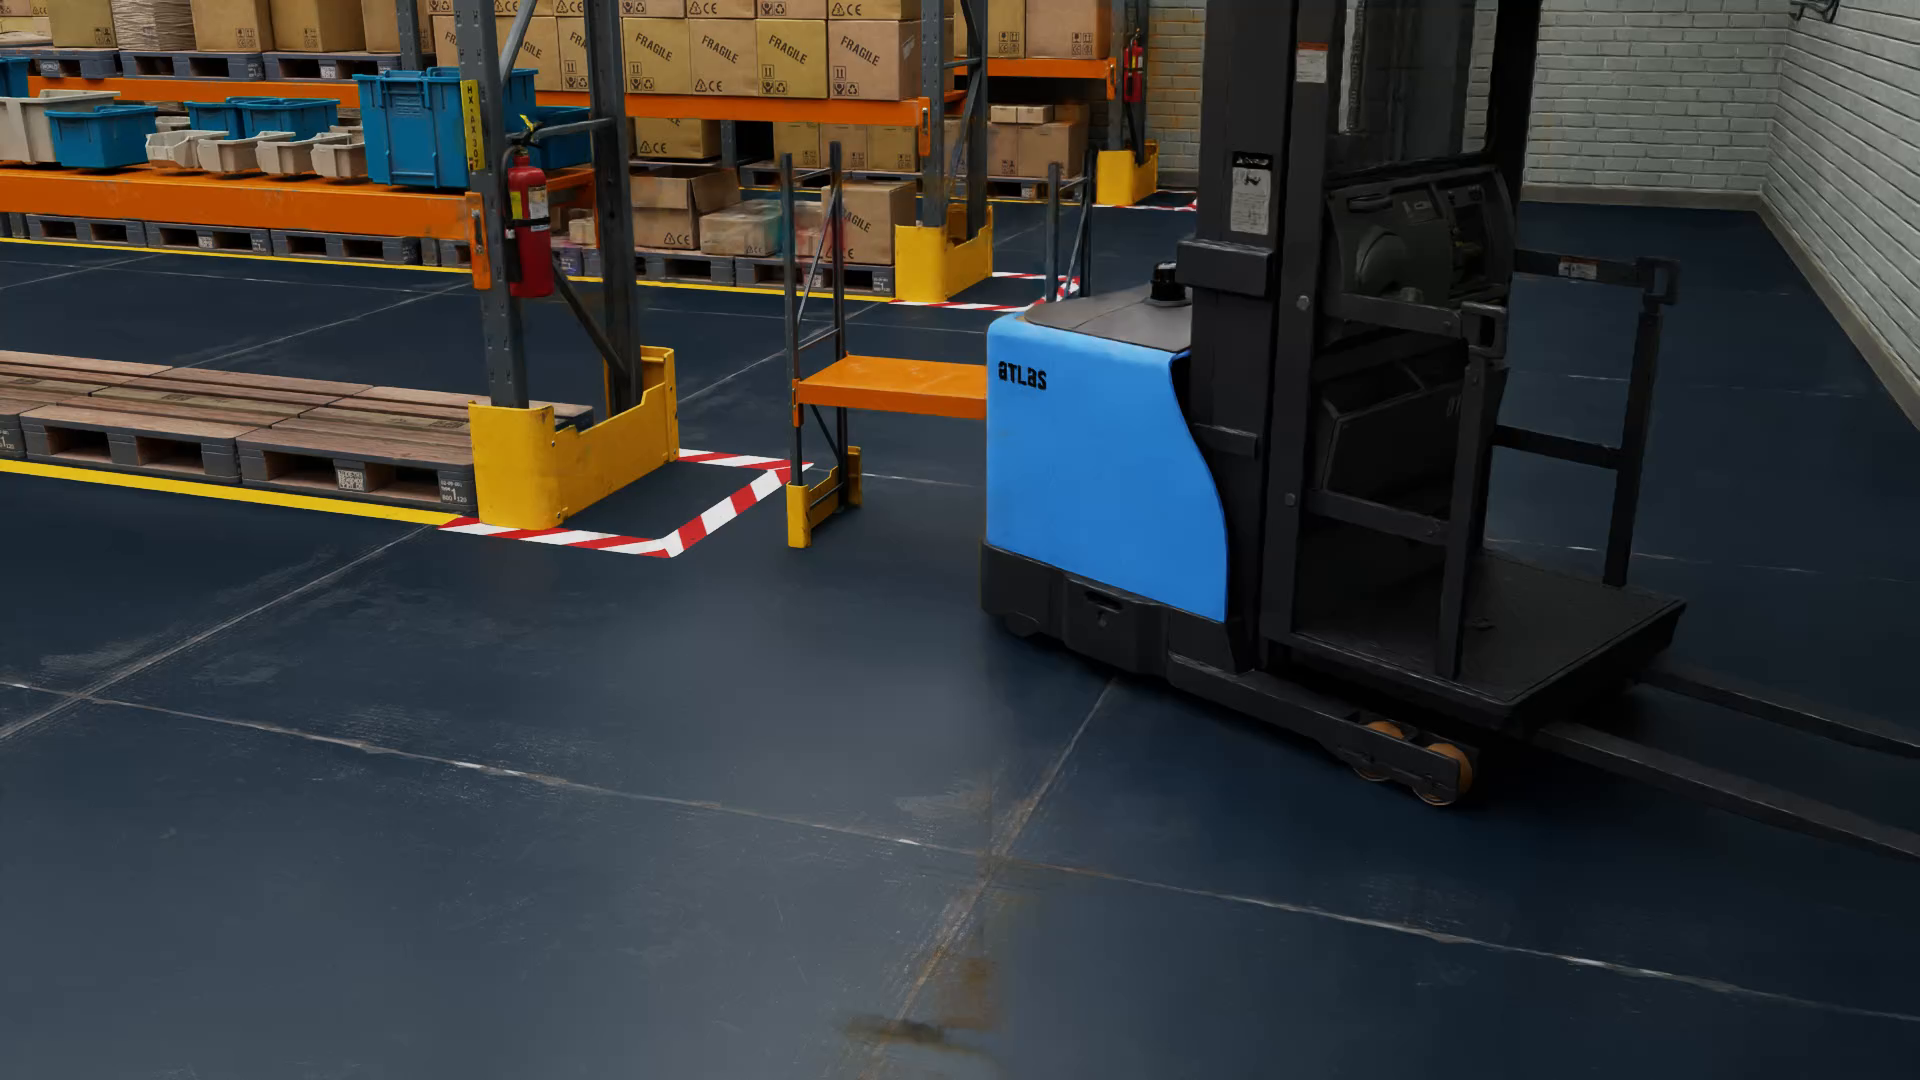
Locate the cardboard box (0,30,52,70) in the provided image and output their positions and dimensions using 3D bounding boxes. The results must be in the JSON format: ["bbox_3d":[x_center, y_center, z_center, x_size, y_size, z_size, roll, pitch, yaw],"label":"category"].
[{"bbox_3d":[-7.914,-4.061,13.805,0.500,0.311,0.500,8,21,21],"label":"cardboard box"}]

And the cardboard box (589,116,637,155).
[{"bbox_3d":[-3.681,-4.467,17.462,0.750,0.750,0.750,7,20,20],"label":"cardboard box"}]

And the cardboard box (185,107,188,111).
[{"bbox_3d":[-8.535,-4.936,19.308,0.500,0.500,0.700,6,20,17],"label":"cardboard box"}]

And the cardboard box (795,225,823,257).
[{"bbox_3d":[-0.975,-2.110,11.708,0.250,0.166,0.380,7,20,18],"label":"cardboard box"}]

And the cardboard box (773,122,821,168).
[{"bbox_3d":[-1.511,-4.064,16.838,0.500,0.500,0.700,7,20,19],"label":"cardboard box"}]

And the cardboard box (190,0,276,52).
[{"bbox_3d":[-5.495,-4.035,12.806,0.500,0.500,0.700,1,19,4],"label":"cardboard box"}]

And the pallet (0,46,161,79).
[{"bbox_3d":[-6.921,-3.908,13.523,1.003,0.211,1.213,7,20,18],"label":"pallet"}]

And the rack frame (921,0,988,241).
[{"bbox_3d":[-0.027,-3.186,11.159,0.127,3.000,1.000,7,20,18],"label":"rack frame"}]

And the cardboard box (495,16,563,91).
[{"bbox_3d":[-2.929,-3.471,11.826,0.500,0.500,0.500,7,20,19],"label":"cardboard box"}]

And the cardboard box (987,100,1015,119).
[{"bbox_3d":[0.369,-4.226,16.316,0.250,0.149,0.380,7,20,19],"label":"cardboard box"}]

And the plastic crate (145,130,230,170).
[{"bbox_3d":[-3.312,-1.666,7.109,0.250,0.136,0.298,7,20,18],"label":"plastic crate"}]

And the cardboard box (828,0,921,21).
[{"bbox_3d":[-0.538,-3.668,10.871,0.500,0.500,0.500,6,20,18],"label":"cardboard box"}]

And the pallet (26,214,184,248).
[{"bbox_3d":[-6.892,-2.641,13.832,1.213,0.211,1.003,7,20,18],"label":"pallet"}]

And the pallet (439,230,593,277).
[{"bbox_3d":[-3.158,-2.227,12.644,1.213,0.211,1.003,7,20,18],"label":"pallet"}]

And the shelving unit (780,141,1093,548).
[{"bbox_3d":[-0.072,-0.716,6.353,1.083,1.500,0.587,7,20,18],"label":"shelving unit"}]

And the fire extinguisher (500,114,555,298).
[{"bbox_3d":[-1.663,-1.276,6.364,0.183,0.674,0.296,7,20,18],"label":"fire extinguisher"}]

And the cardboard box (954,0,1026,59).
[{"bbox_3d":[0.419,-4.995,15.894,0.700,0.700,0.980,6,20,18],"label":"cardboard box"}]

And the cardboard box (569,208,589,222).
[{"bbox_3d":[-2.801,-2.485,12.810,0.250,0.149,0.380,7,20,18],"label":"cardboard box"}]

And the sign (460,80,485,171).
[{"bbox_3d":[-1.822,-1.551,6.220,0.005,0.325,0.100,7,20,18],"label":"sign"}]

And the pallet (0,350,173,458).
[{"bbox_3d":[-4.728,-0.694,8.248,1.213,0.211,1.003,7,20,18],"label":"pallet"}]

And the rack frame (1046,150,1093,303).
[{"bbox_3d":[0.400,-0.663,6.198,0.032,1.500,0.500,7,20,18],"label":"rack frame"}]

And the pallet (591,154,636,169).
[{"bbox_3d":[-4.094,-4.033,17.826,1.213,0.211,1.003,7,20,18],"label":"pallet"}]

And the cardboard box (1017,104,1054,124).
[{"bbox_3d":[0.719,-4.053,15.820,0.250,0.149,0.380,6,20,17],"label":"cardboard box"}]

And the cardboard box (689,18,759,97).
[{"bbox_3d":[-1.501,-3.308,11.356,0.500,0.500,0.500,7,20,18],"label":"cardboard box"}]

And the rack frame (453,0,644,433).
[{"bbox_3d":[-1.657,-1.646,6.742,0.127,3.000,1.000,7,20,18],"label":"rack frame"}]

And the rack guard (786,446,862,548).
[{"bbox_3d":[-0.542,-0.180,6.713,0.087,0.250,0.587,7,20,18],"label":"rack guard"}]

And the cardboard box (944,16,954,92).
[{"bbox_3d":[-0.360,-3.363,11.516,0.500,0.500,0.500,7,20,19],"label":"cardboard box"}]

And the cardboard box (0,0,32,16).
[{"bbox_3d":[-10.762,-6.323,19.216,0.500,0.500,0.500,6,20,18],"label":"cardboard box"}]

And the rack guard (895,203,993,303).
[{"bbox_3d":[-0.099,-2.014,11.594,0.348,0.500,1.175,7,20,18],"label":"rack guard"}]

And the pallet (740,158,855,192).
[{"bbox_3d":[-1.491,-3.736,16.972,1.213,0.211,1.003,7,20,18],"label":"pallet"}]

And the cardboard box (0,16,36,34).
[{"bbox_3d":[-10.756,-5.975,19.357,0.500,0.250,0.500,7,20,18],"label":"cardboard box"}]

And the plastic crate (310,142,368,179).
[{"bbox_3d":[-2.486,-1.582,6.867,0.243,0.136,0.396,7,20,18],"label":"plastic crate"}]

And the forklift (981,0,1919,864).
[{"bbox_3d":[1.464,-0.856,4.578,1.130,2.935,3.031,-18,26,-41],"label":"forklift"}]

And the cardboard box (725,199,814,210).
[{"bbox_3d":[-1.393,-2.350,12.271,0.500,0.250,0.500,7,20,18],"label":"cardboard box"}]

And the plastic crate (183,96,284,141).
[{"bbox_3d":[-3.309,-1.899,7.631,0.300,0.233,0.416,7,20,18],"label":"plastic crate"}]

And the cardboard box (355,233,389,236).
[{"bbox_3d":[-4.366,-2.610,12.635,0.500,0.500,0.500,6,20,18],"label":"cardboard box"}]

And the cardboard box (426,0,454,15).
[{"bbox_3d":[-3.453,-3.999,11.821,0.500,0.500,0.500,7,20,19],"label":"cardboard box"}]

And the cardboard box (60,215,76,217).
[{"bbox_3d":[-7.248,-2.940,13.582,0.500,0.500,0.500,7,21,20],"label":"cardboard box"}]

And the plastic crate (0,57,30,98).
[{"bbox_3d":[-4.882,-2.155,8.134,0.575,0.384,0.392,7,20,18],"label":"plastic crate"}]

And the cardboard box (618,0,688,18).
[{"bbox_3d":[-1.992,-3.832,11.343,0.500,0.500,0.500,7,20,20],"label":"cardboard box"}]

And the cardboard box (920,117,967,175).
[{"bbox_3d":[-0.047,-3.897,16.359,0.500,0.500,0.700,6,20,16],"label":"cardboard box"}]

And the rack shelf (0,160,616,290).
[{"bbox_3d":[-3.546,-1.523,7.480,4.000,0.370,1.077,7,20,18],"label":"rack shelf"}]
